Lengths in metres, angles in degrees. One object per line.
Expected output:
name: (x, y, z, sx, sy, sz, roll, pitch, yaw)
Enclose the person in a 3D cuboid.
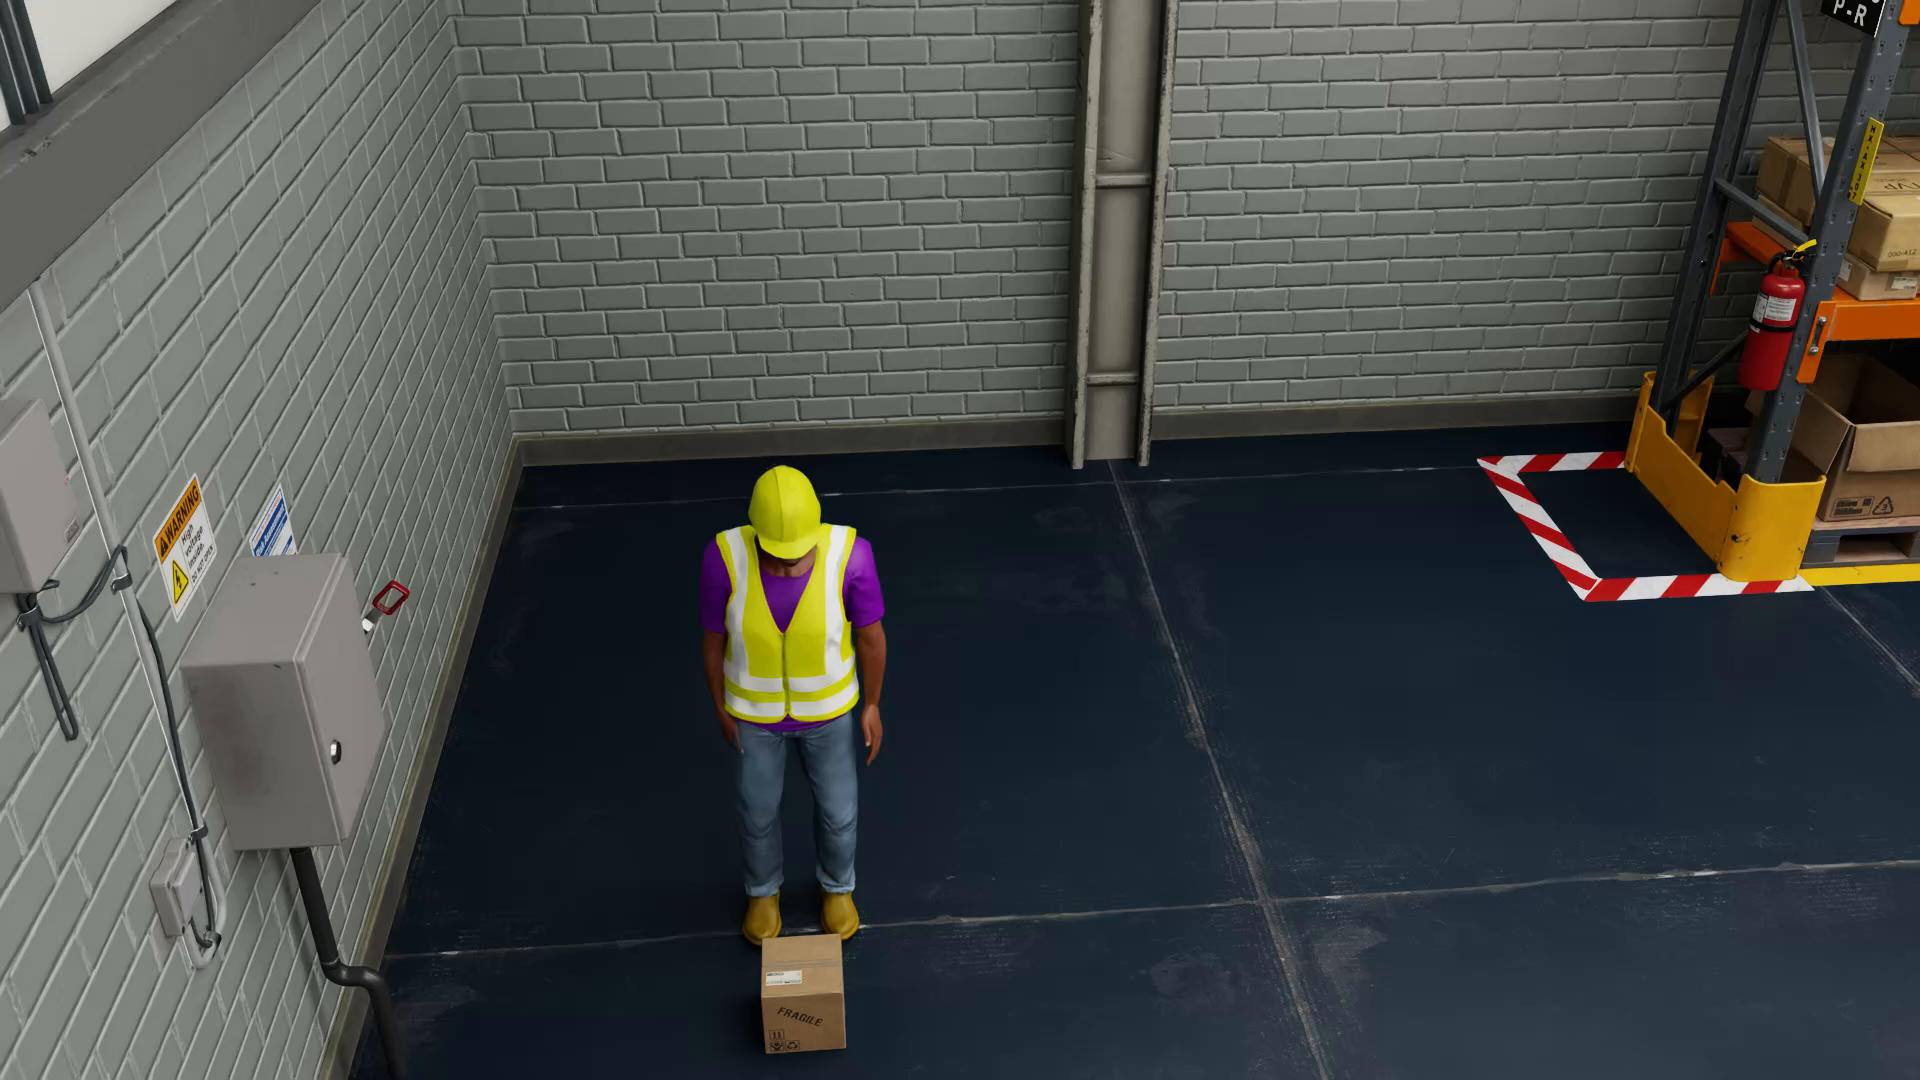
person: (-0.514, 0.530, 5.243, 0.575, 1.748, 0.390, -2, 31, -4)
